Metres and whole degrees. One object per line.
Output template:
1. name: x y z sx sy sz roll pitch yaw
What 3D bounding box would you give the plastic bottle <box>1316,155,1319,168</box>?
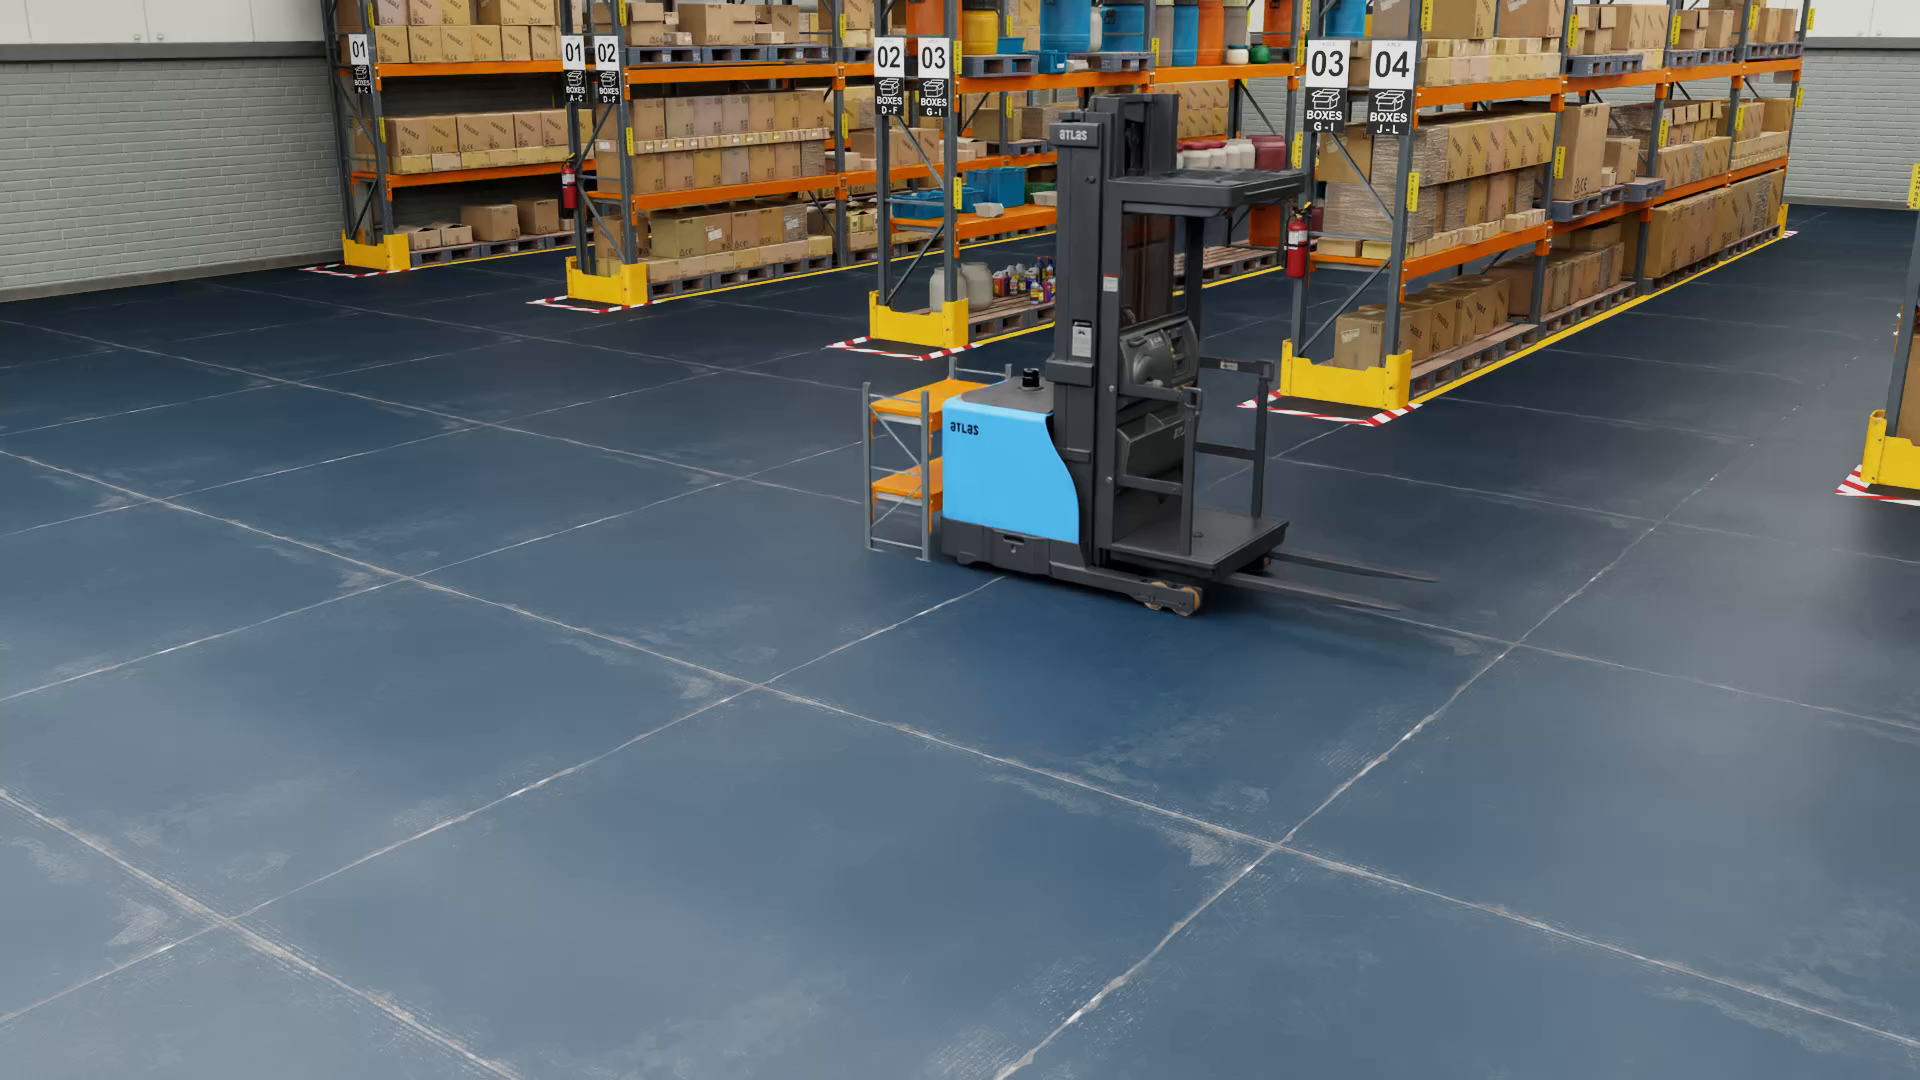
1. plastic bottle: 5.267 -5.620 24.618 0.097 0.201 0.097 0 17 0

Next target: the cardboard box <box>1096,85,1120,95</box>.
1. cardboard box: 2.804 -8.024 30.171 0.500 0.500 0.500 13 21 35

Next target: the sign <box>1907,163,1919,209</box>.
1. sign: 7.010 -2.588 12.168 0.100 0.325 0.005 12 21 35

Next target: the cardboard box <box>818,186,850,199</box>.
1. cardboard box: -2.583 -6.788 30.961 0.750 0.750 0.750 12 21 34

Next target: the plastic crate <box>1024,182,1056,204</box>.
1. plastic crate: 0.884 -4.177 19.993 0.450 0.188 0.662 12 21 35

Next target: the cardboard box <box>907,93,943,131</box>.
1. cardboard box: -0.934 -8.477 32.978 0.980 0.700 0.700 13 21 36

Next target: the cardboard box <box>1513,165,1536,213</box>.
1. cardboard box: 5.580 -3.770 17.655 0.875 0.500 0.500 12 21 35

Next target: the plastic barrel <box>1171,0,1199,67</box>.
1. plastic barrel: 2.828 -6.694 21.840 0.600 0.901 0.708 12 21 35

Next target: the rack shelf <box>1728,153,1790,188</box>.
1. rack shelf: 11.856 -5.714 25.800 1.077 0.370 4.000 12 21 35

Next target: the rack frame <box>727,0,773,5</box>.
1. rack frame: -3.653 -10.120 28.658 1.000 3.000 0.127 12 21 35

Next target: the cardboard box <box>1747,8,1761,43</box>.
1. cardboard box: 11.406 -7.634 24.667 0.700 0.500 0.500 14 22 37

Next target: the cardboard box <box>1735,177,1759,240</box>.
1. cardboard box: 11.658 -5.125 25.563 0.875 0.875 0.875 12 21 35

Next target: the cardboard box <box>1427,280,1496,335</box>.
1. cardboard box: 5.292 -2.457 17.604 0.500 0.500 0.500 -12 21 -33

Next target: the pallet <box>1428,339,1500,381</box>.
1. pallet: 4.799 -1.886 16.962 1.003 0.211 1.213 12 21 35

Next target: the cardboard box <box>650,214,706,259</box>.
1. cardboard box: -3.645 -3.928 21.499 0.500 0.500 0.500 12 21 35

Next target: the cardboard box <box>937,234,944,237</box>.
1. cardboard box: -0.397 -4.857 25.753 0.500 0.250 0.500 13 21 36

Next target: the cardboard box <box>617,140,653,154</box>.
1. cardboard box: -4.033 -4.888 20.663 0.380 0.149 0.250 12 21 34

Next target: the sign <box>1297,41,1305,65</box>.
1. sign: 4.749 -6.791 23.173 0.100 0.325 0.005 12 21 35

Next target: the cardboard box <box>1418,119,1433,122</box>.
1. cardboard box: 4.237 -3.804 16.080 0.500 0.500 0.500 12 21 35

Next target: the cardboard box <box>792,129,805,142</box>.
1. cardboard box: -2.349 -5.561 22.831 0.380 0.149 0.250 12 21 33

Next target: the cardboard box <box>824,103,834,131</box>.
1. cardboard box: -2.542 -7.766 30.489 0.500 0.500 0.500 12 21 34

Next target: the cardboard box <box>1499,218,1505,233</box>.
1. cardboard box: 5.337 -3.231 17.013 0.380 0.149 0.250 12 21 35

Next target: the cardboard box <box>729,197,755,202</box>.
1. cardboard box: -4.041 -6.090 29.271 0.700 0.500 0.500 13 21 35

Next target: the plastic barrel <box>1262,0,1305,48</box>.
1. plastic barrel: 4.644 -7.477 23.773 0.600 0.830 0.708 12 21 35

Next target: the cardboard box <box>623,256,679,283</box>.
1. cardboard box: -3.941 -3.451 21.226 0.500 0.250 0.500 12 21 35

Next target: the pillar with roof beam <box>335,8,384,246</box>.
1. pillar with roof beam: -5.240 -7.773 21.101 9.100 9.000 0.400 12 21 35

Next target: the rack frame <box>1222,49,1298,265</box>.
1. rack frame: 4.303 -5.504 23.910 1.000 3.000 0.127 12 21 35

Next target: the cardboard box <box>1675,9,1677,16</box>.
1. cardboard box: 8.586 -6.469 21.078 0.797 0.503 0.637 14 22 38

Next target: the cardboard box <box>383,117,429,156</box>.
1. cardboard box: -7.894 -5.706 23.515 0.500 0.500 0.500 12 21 35

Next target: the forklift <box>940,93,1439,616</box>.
1. forklift: 1.378 -1.132 9.947 3.031 2.935 1.130 11 21 32

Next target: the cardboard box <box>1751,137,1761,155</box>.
1. cardboard box: 11.759 -5.960 25.128 0.500 0.250 0.500 13 22 36

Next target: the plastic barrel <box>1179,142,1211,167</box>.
1. plastic barrel: 3.103 -4.980 21.994 0.433 0.535 0.433 0 17 0

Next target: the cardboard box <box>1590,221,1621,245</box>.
1. cardboard box: 7.906 -3.838 20.755 0.500 0.250 0.500 13 22 37

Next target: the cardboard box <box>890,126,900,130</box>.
1. cardboard box: -1.376 -7.902 32.022 0.380 0.149 0.250 13 21 36

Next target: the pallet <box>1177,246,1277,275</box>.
1. pallet: 3.810 -3.995 23.751 1.003 0.211 1.213 12 21 35

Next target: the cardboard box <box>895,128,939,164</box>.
1. cardboard box: -0.660 -6.025 25.420 0.500 0.500 0.500 11 20 32

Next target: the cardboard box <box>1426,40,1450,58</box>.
1. cardboard box: 4.096 -4.344 14.697 0.380 0.149 0.250 13 21 36

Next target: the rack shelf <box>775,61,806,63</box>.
1. rack shelf: -2.462 -8.820 30.743 1.077 0.370 4.000 12 21 35

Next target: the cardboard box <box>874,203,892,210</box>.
1. cardboard box: -1.000 -4.879 24.880 0.500 0.311 0.500 12 21 33

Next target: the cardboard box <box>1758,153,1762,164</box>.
1. cardboard box: 12.035 -5.845 25.431 0.380 0.149 0.250 12 21 33

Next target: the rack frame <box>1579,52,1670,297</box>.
1. rack frame: 8.281 -4.629 21.092 1.000 3.000 0.127 12 21 35

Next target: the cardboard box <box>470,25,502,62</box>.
1. cardboard box: -7.063 -7.252 24.278 0.500 0.500 0.500 14 22 38

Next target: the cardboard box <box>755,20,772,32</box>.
1. cardboard box: -2.890 -6.883 22.498 0.500 0.311 0.500 11 20 32

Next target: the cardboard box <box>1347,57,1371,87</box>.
1. cardboard box: 3.597 -4.244 15.048 0.500 0.250 0.500 13 21 36

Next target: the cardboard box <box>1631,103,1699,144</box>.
1. cardboard box: 9.514 -5.643 22.496 0.797 0.503 0.637 13 22 36

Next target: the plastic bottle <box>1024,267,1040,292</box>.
1. plastic bottle: 0.874 -3.175 20.262 0.152 0.276 0.135 12 21 35

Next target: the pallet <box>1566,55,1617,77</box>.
1. pallet: 6.351 -5.147 18.020 1.213 0.211 1.003 12 21 35

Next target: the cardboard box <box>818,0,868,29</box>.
1. cardboard box: -1.657 -7.487 23.518 0.500 0.500 0.500 13 21 35

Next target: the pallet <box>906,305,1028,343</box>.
1. pallet: 0.032 -2.486 18.893 1.003 0.211 1.213 12 21 35

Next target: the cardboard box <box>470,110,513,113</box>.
1. cardboard box: -7.097 -6.283 25.372 0.500 0.500 0.500 13 22 36

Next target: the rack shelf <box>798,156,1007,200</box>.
1. rack shelf: -0.865 -5.560 25.304 1.077 0.370 4.000 12 21 35

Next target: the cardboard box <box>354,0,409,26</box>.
1. cardboard box: -7.996 -7.365 22.958 0.500 0.500 0.500 11 20 31

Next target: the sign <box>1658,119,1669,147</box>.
1. sign: 8.722 -5.050 20.630 0.100 0.325 0.005 12 21 35

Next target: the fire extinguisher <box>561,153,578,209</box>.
1. fire extinguisher: -4.883 -4.492 20.781 0.296 0.674 0.183 12 21 35

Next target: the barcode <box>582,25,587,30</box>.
1. barcode: -4.647 -6.342 20.571 0.001 0.075 0.075 12 21 35

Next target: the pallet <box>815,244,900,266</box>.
1. pallet: -1.649 -4.278 24.664 1.003 0.211 1.213 12 21 35

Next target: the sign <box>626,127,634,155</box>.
1. sign: -3.997 -4.827 20.135 0.100 0.325 0.005 12 21 35

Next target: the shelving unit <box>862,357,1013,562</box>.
1. shelving unit: -0.134 -0.566 11.171 0.538 1.125 1.048 11 20 31

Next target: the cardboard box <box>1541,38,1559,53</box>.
1. cardboard box: 5.936 -5.099 17.128 0.380 0.149 0.250 13 22 36
